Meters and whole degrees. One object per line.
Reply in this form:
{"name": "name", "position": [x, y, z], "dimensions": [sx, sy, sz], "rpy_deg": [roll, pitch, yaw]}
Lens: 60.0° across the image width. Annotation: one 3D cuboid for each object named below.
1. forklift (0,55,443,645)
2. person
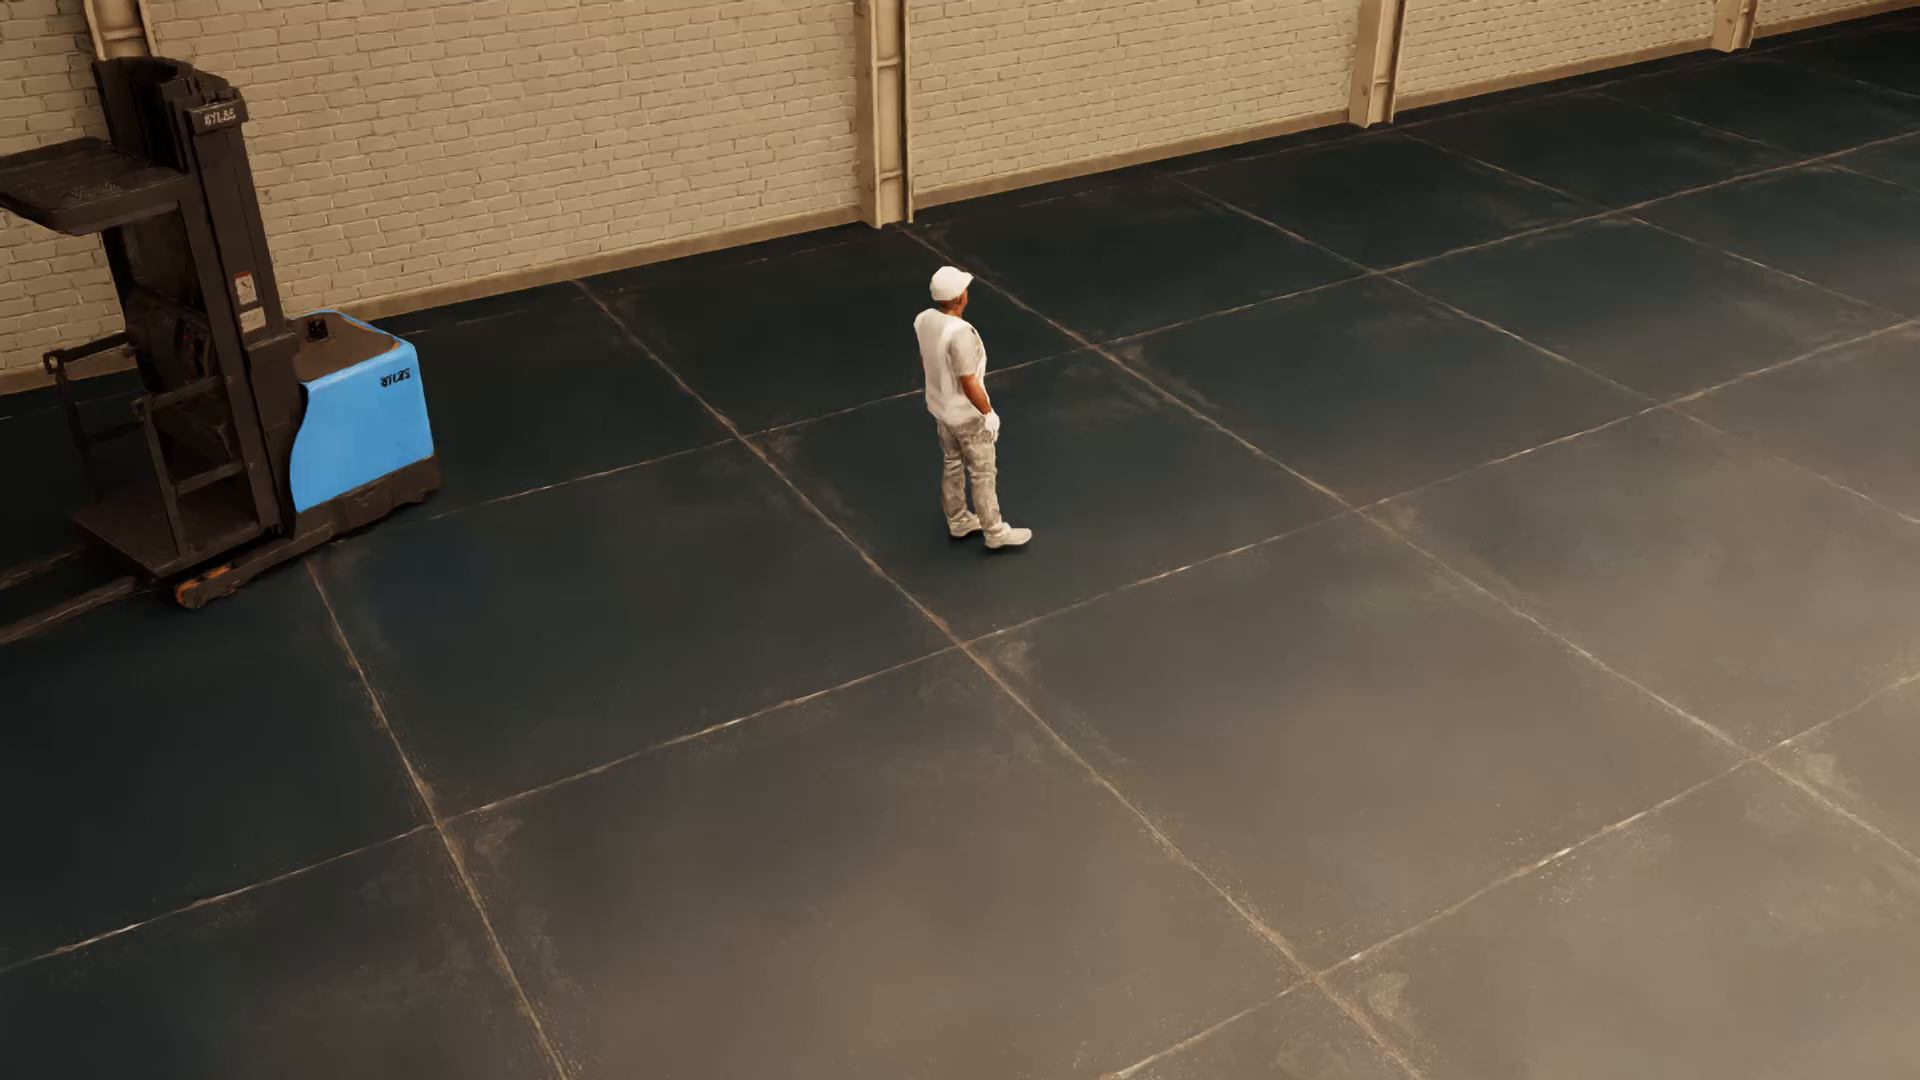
{"name": "forklift", "position": [-4.737, -1.139, 9.548], "dimensions": [1.130, 2.935, 3.031], "rpy_deg": [23, 38, 33]}
{"name": "person", "position": [0.066, -0.819, 10.045], "dimensions": [0.576, 1.777, 0.655], "rpy_deg": [-17, 35, -26]}
